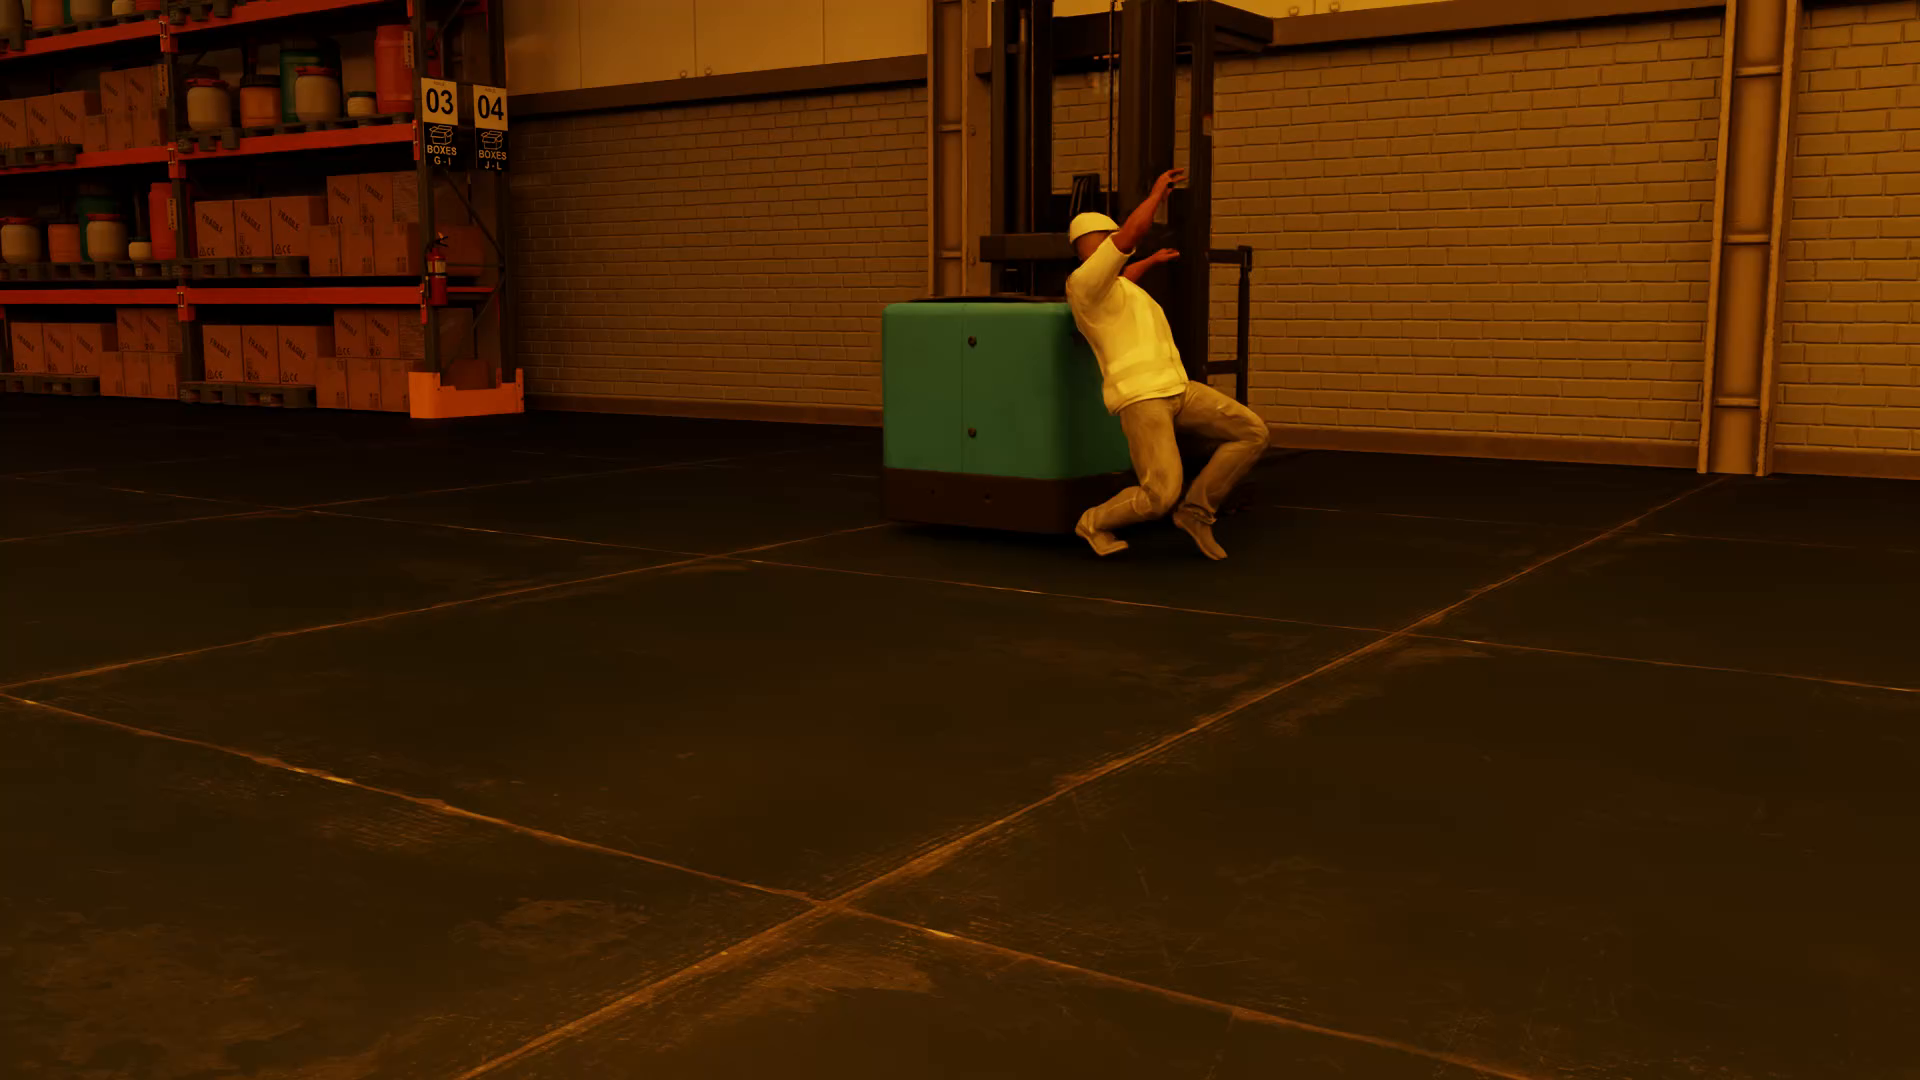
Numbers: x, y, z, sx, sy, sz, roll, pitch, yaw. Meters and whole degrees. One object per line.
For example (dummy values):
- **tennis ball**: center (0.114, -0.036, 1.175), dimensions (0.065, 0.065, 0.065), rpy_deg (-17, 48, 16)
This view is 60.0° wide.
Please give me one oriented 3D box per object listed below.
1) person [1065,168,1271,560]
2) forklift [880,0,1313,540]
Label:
- **person**: center (0.936, -0.726, 7.082), dimensions (0.842, 1.635, 1.154), rpy_deg (5, 9, 29)
- **forklift**: center (0.900, -1.614, 8.540), dimensions (1.130, 2.935, 3.031), rpy_deg (6, 10, 36)
